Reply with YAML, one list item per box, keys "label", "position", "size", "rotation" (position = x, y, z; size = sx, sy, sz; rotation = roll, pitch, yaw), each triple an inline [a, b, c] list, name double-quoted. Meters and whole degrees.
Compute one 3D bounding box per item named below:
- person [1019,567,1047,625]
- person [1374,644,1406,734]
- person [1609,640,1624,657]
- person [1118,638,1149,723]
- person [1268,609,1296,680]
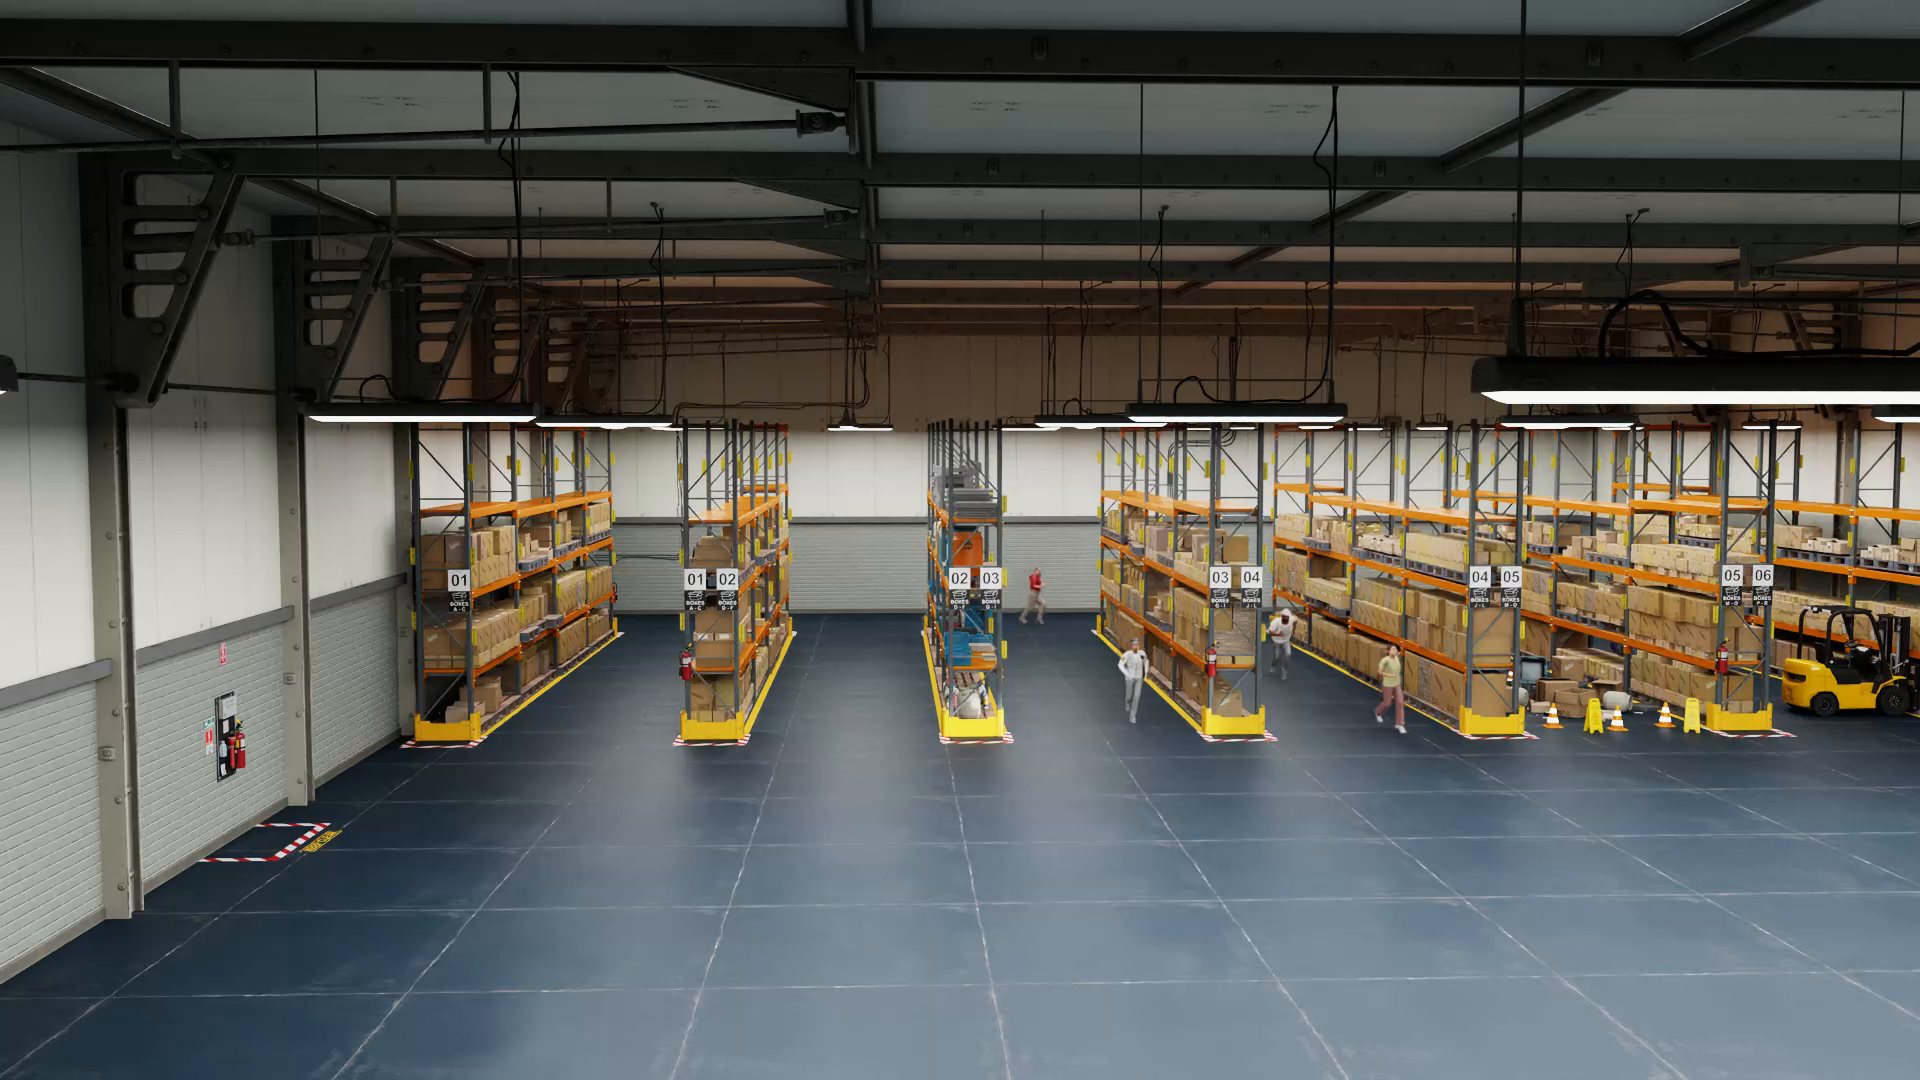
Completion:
- label: "person"
  position: [2.194, 1.694, 49.803]
  size: [0.878, 1.781, 0.687]
  rotation: [1, 4, 13]
- label: "person"
  position: [8.308, 2.833, 32.125]
  size: [0.606, 1.691, 0.974]
  rotation: [-2, 4, -23]
- label: "person"
  position: [16.525, 2.249, 41.686]
  size: [0.626, 1.644, 0.637]
  rotation: [0, 4, -2]
- label: "person"
  position: [3.481, 2.769, 33.274]
  size: [0.641, 1.684, 0.855]
  rotation: [0, 4, -5]
- label: "person"
  position: [7.517, 2.424, 38.929]
  size: [0.747, 1.713, 1.021]
  rotation: [-1, 4, -11]
